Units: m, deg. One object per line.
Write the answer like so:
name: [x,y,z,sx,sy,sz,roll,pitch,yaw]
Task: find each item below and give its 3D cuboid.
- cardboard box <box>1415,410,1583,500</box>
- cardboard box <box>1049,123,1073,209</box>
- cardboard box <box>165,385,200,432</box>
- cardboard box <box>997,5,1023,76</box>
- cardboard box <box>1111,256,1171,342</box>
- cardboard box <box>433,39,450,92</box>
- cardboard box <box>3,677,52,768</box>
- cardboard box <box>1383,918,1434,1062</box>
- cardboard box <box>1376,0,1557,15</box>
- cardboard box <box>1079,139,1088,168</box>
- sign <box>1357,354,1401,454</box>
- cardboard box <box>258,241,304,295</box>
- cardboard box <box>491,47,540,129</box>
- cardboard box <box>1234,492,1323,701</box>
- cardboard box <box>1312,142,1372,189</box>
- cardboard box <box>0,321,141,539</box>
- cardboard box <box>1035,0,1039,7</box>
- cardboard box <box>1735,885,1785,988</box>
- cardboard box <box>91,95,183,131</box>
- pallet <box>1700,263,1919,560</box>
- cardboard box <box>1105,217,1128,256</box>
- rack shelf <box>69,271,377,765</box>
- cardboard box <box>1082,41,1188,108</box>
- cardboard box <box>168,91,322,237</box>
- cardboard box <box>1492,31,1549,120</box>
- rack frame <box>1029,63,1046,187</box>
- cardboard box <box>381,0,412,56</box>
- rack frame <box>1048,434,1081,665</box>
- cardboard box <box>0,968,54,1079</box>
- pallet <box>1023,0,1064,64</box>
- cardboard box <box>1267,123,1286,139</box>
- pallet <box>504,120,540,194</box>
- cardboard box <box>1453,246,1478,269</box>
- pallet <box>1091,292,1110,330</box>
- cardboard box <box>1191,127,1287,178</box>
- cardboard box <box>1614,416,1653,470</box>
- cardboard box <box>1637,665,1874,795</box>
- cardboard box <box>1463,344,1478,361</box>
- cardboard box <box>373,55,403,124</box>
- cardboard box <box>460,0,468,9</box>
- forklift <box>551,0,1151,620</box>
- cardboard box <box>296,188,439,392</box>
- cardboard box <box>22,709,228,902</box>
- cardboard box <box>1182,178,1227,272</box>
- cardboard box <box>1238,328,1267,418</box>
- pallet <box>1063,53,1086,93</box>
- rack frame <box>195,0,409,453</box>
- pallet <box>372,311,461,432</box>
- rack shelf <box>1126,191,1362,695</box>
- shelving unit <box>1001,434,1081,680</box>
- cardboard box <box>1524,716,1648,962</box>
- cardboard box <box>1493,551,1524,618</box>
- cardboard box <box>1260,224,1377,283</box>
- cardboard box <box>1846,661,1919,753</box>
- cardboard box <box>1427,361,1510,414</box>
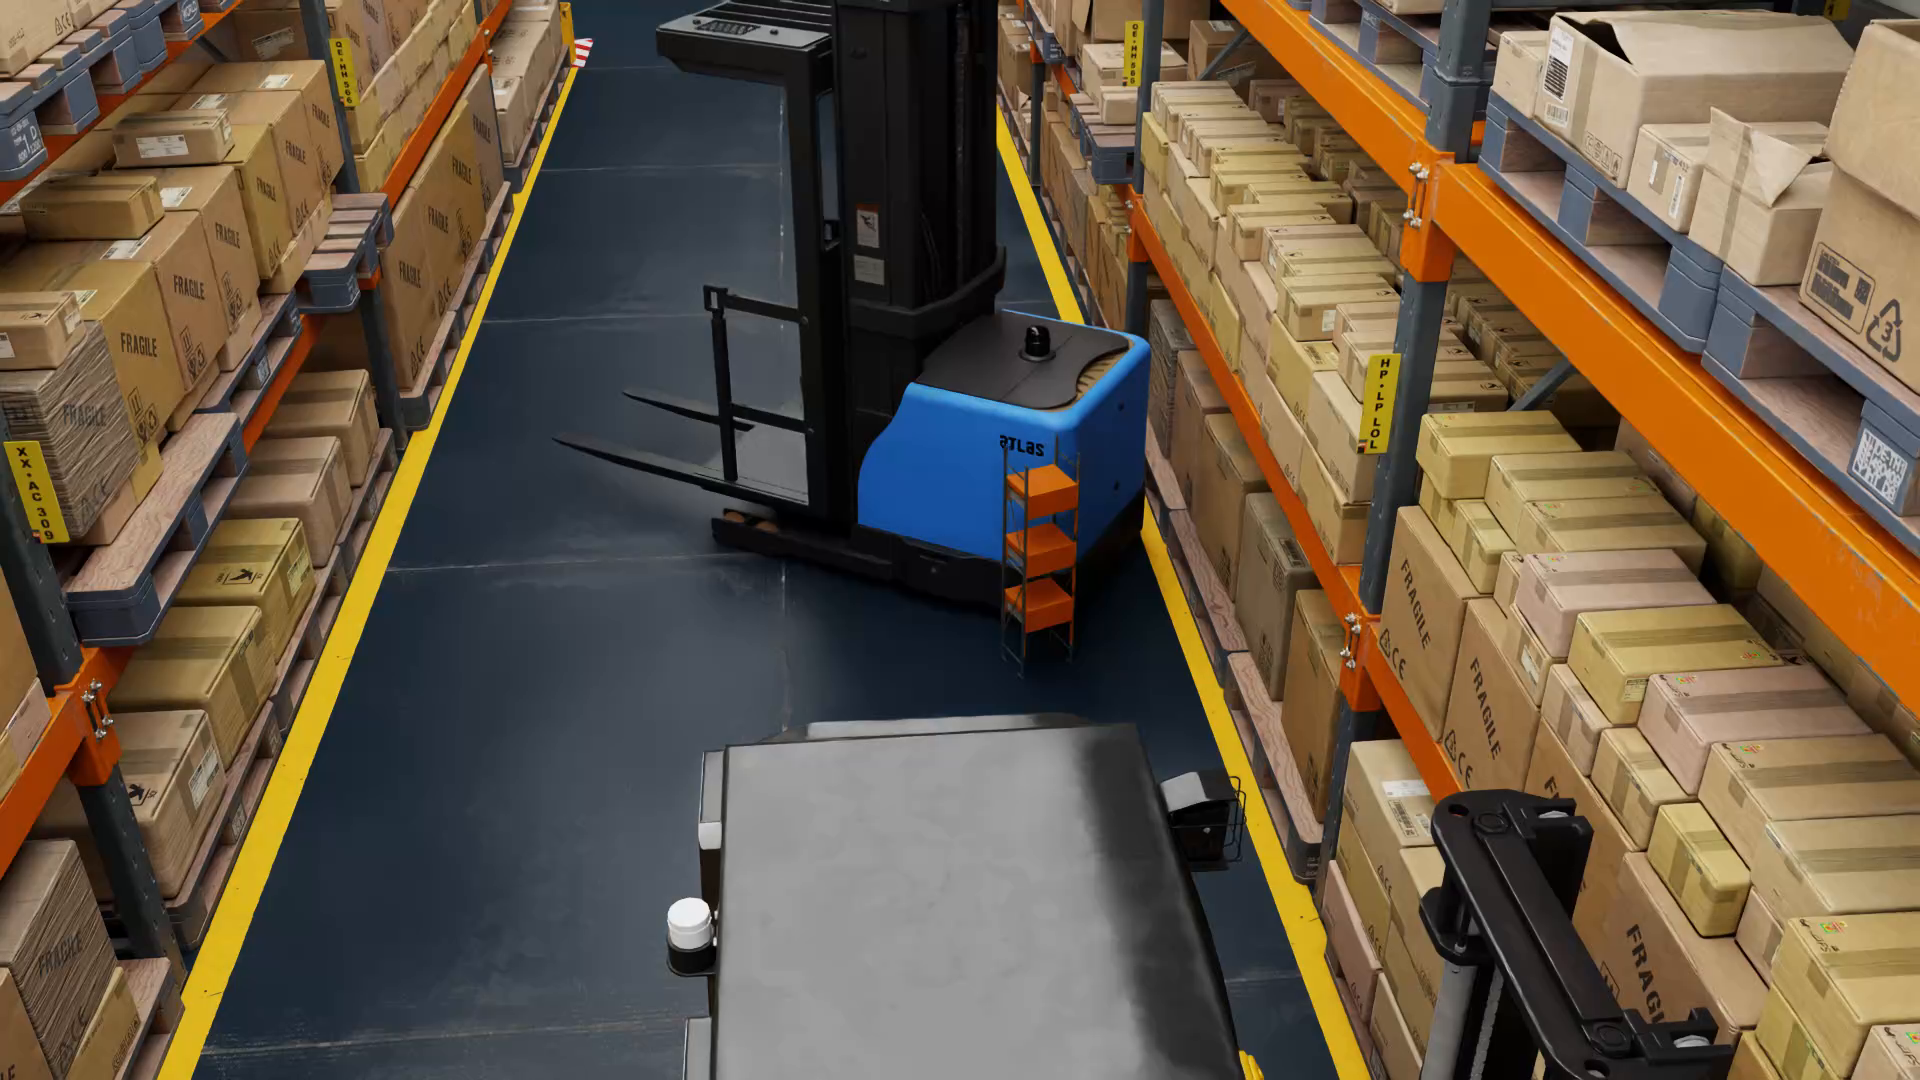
cardboard box: [1.523,-0.243,4.712,0.380,0.149,0.250,-2,31,-4]
cardboard box: [0.921,-2.634,11.762,0.500,0.500,0.500,-3,31,-5]
cardboard box: [-2.990,-0.503,6.003,0.380,0.149,0.250,-2,31,-4]
cardboard box: [0.671,-4.450,14.803,0.700,0.500,0.500,-2,31,-3]
cardboard box: [1.161,-1.326,9.573,0.500,0.500,0.500,-2,31,-3]
cardboard box: [-3.533,-3.016,10.520,0.500,0.250,0.500,-4,31,-6]
cardboard box: [-2.820,0.526,4.689,0.380,0.149,0.250,-3,31,-5]
cardboard box: [1.575,1.333,4.877,0.500,0.250,0.500,-3,31,-5]
cardboard box: [1.478,-1.802,4.996,0.500,0.311,0.500,-4,31,-6]
cardboard box: [0.994,-2.582,11.043,0.380,0.149,0.250,-2,31,-3]
sign: [1.249,-0.403,4.948,0.100,0.325,0.005,-3,31,-5]
cardboard box: [-3.042,-1.161,7.105,0.380,0.149,0.250,-2,31,-4]
cardboard box: [-3.937,-3.679,13.573,0.875,0.438,0.875,-4,31,-6]
cardboard box: [1.663,0.206,6.887,0.875,0.625,0.625,-3,31,-5]
cardboard box: [1.785,-1.656,7.367,0.380,0.149,0.250,-3,31,-5]
cardboard box: [-2.912,-0.335,5.089,0.500,0.500,0.500,-2,31,-3]
cardboard box: [0.863,-4.021,11.550,0.700,0.500,0.500,-2,31,-3]
cardboard box: [1.773,0.801,3.255,0.380,0.149,0.250,-3,31,-5]
cardboard box: [-3.660,-1.618,7.237,0.500,0.500,0.500,-1,31,-2]
pallet: [2.004,-0.165,2.763,1.003,0.211,1.213,-3,31,-5]
cardboard box: [1.060,-1.777,9.695,0.380,0.149,0.250,-4,31,-7]
rack shelf: [-3.340,-0.444,6.769,1.077,0.370,4.000,-3,31,-5]
cardboard box: [0.994,-2.652,9.502,0.500,0.250,0.500,-4,31,-7]
cardboard box: [-3.149,-1.642,7.277,0.500,0.500,0.500,-3,31,-5]
cardboard box: [1.528,-1.131,4.031,0.380,0.149,0.250,-2,31,-4]
rack frame: [1.041,-4.056,12.115,1.000,3.000,0.127,-3,31,-5]
cardboard box: [-3.419,-3.027,9.320,0.500,0.500,0.500,-2,31,-3]
rack frame: [0.446,0.054,7.136,0.008,1.050,0.200,-15,34,-23]
cardboard box: [-2.782,1.496,4.362,0.500,0.500,0.500,-2,31,-4]
pallet: [1.007,-3.560,11.472,1.003,0.211,1.213,-3,31,-5]
cardboard box: [1.733,-1.948,8.244,0.500,0.250,0.500,-2,31,-3]
pallet: [-3.894,-3.011,13.085,1.003,0.211,1.213,-3,31,-5]
cardboard box: [1.931,-1.007,6.281,0.380,0.149,0.250,-3,31,-5]
pallet: [1.382,-1.199,10.052,1.003,0.211,1.213,-3,31,-5]
cardboard box: [1.264,-1.759,7.539,0.380,0.149,0.250,-2,31,-4]
cardboard box: [2.119,-0.272,4.760,0.380,0.149,0.250,-3,31,-4]
cardboard box: [1.722,0.411,3.617,0.380,0.149,0.250,-3,31,-5]
cardboard box: [1.959,-0.650,6.072,0.500,0.250,0.500,-3,31,-5]
cardboard box: [-3.376,-2.458,9.099,0.500,0.250,0.500,-2,31,-3]
cardboard box: [-3.618,-3.753,11.266,0.500,0.250,0.500,-3,31,-5]
forklift: [-0.646,-1.406,7.745,3.031,2.935,1.130,15,34,23]
cardboard box: [-3.509,-1.398,9.328,0.875,0.875,0.875,-3,31,-5]
cardboard box: [-3.205,0.949,5.889,0.950,0.372,0.625,-2,31,-4]
cardboard box: [1.289,-1.402,7.330,0.500,0.250,0.500,-4,31,-6]
cardboard box: [1.412,-0.663,6.581,0.500,0.250,0.500,-3,31,-4]
pallet: [1.228,-2.924,10.407,1.003,0.211,1.213,-3,31,-5]
rack frame: [-3.527,-1.774,8.294,1.000,3.000,0.127,-3,31,-5]
pallet: [-3.526,-0.983,9.689,1.003,0.211,1.213,-3,31,-5]
rack shelf: [1.601,-0.683,7.171,1.077,0.370,4.000,-3,31,-5]
shelving unit: [0.338,0.082,7.089,0.252,1.050,0.215,-15,34,-23]
cardboard box: [1.683,0.749,3.974,0.500,0.500,0.500,-3,31,-5]
cardboard box: [1.634,0.147,4.349,0.380,0.149,0.250,-3,31,-5]
cardboard box: [1.386,-1.107,6.449,0.380,0.149,0.250,-2,31,-4]
cardboard box: [2.206,0.384,3.662,0.380,0.149,0.250,-3,31,-5]
cardboard box: [1.535,-0.456,5.359,0.380,0.149,0.250,-2,31,-3]
